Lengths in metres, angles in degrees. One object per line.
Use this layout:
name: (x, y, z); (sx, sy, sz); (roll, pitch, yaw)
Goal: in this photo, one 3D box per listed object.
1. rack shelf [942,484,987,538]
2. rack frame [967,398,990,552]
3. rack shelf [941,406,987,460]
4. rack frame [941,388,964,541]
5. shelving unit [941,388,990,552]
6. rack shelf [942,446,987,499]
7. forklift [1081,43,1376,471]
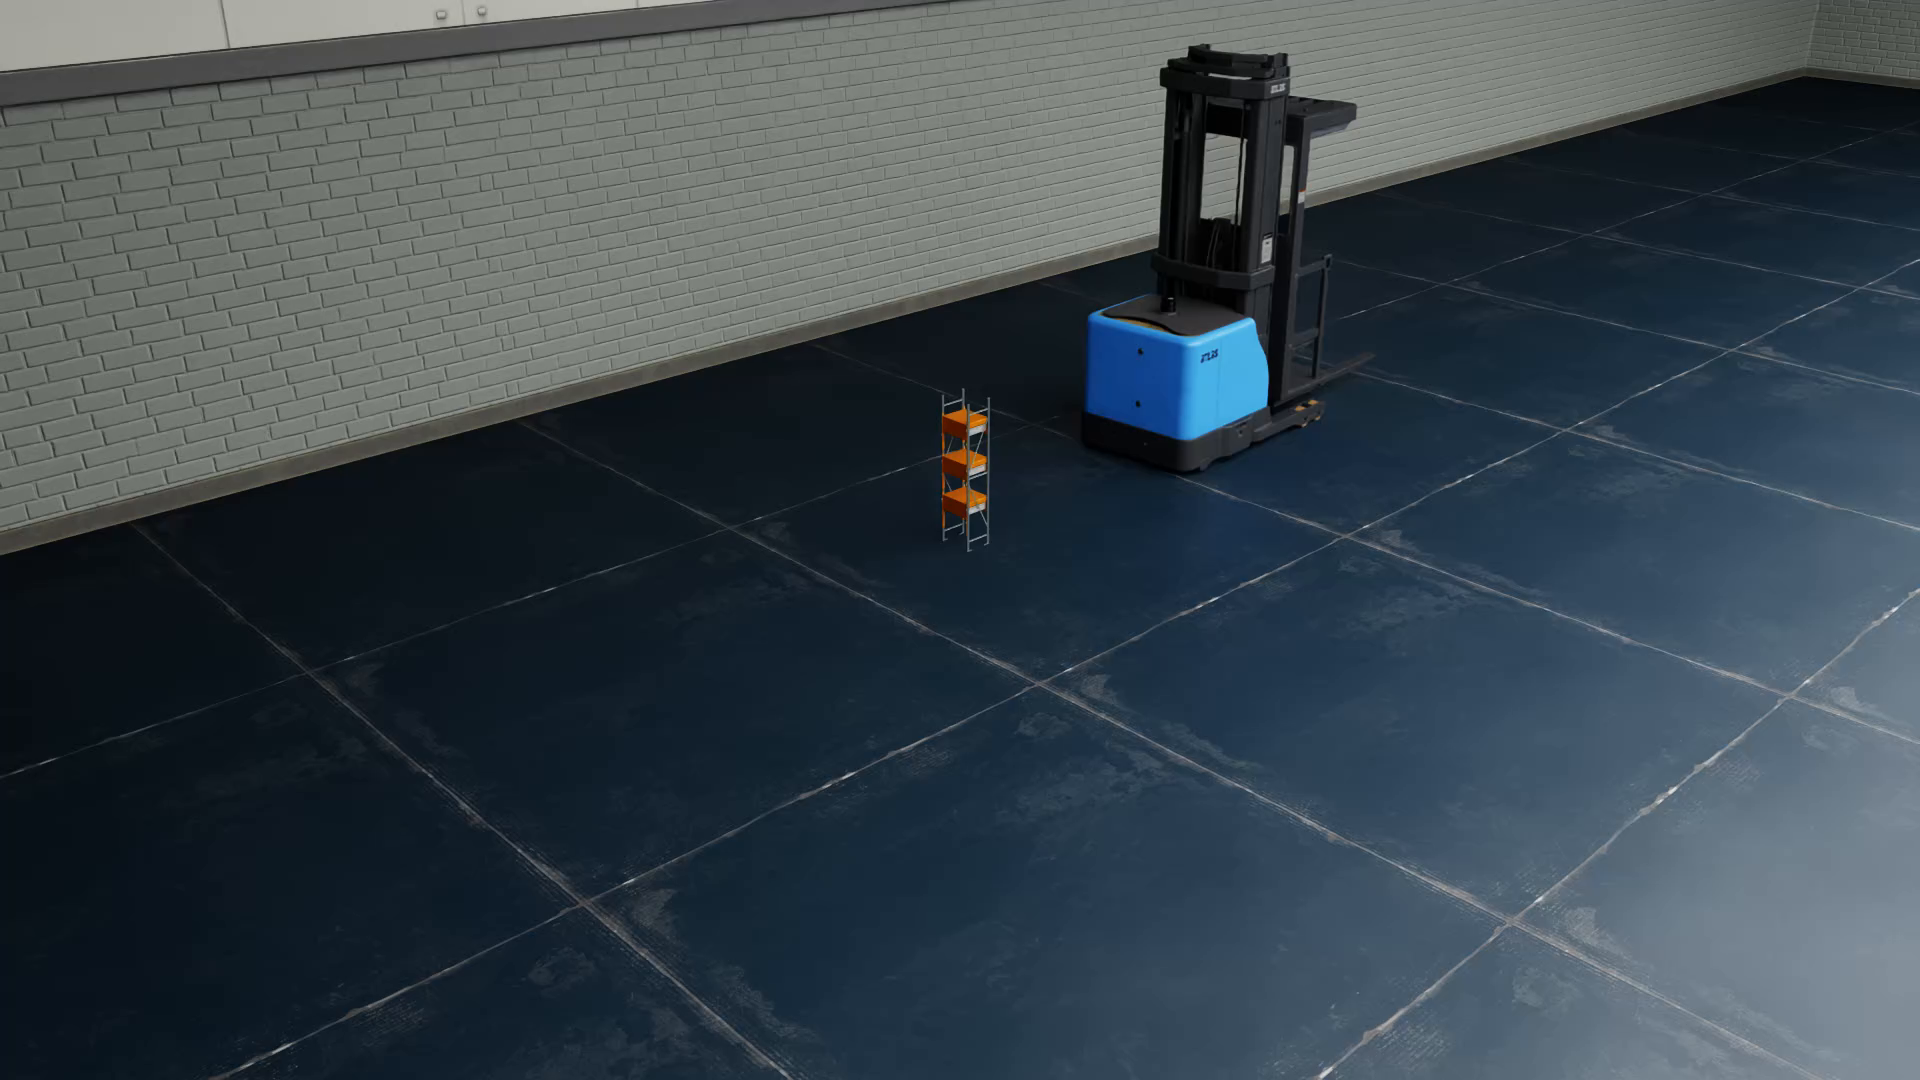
rack shelf: (0.037, -0.199, 11.221); (0.215, 0.259, 0.240); (-21, 32, -38)
rack frame: (0.120, -0.424, 11.020); (0.200, 1.050, 0.008); (-21, 32, -38)
rack shelf: (0.037, -0.710, 10.988); (0.215, 0.259, 0.240); (-21, 32, -38)
rack frame: (-0.047, -0.498, 11.182); (0.200, 1.050, 0.008); (-21, 32, -38)
shelving unit: (0.037, -0.461, 11.101); (0.215, 1.050, 0.252); (-21, 32, -38)
rack shelf: (0.037, -0.452, 11.106); (0.215, 0.259, 0.240); (-21, 32, -38)
forklift: (2.310, -2.367, 13.013); (1.130, 2.935, 3.031); (21, 32, 38)
